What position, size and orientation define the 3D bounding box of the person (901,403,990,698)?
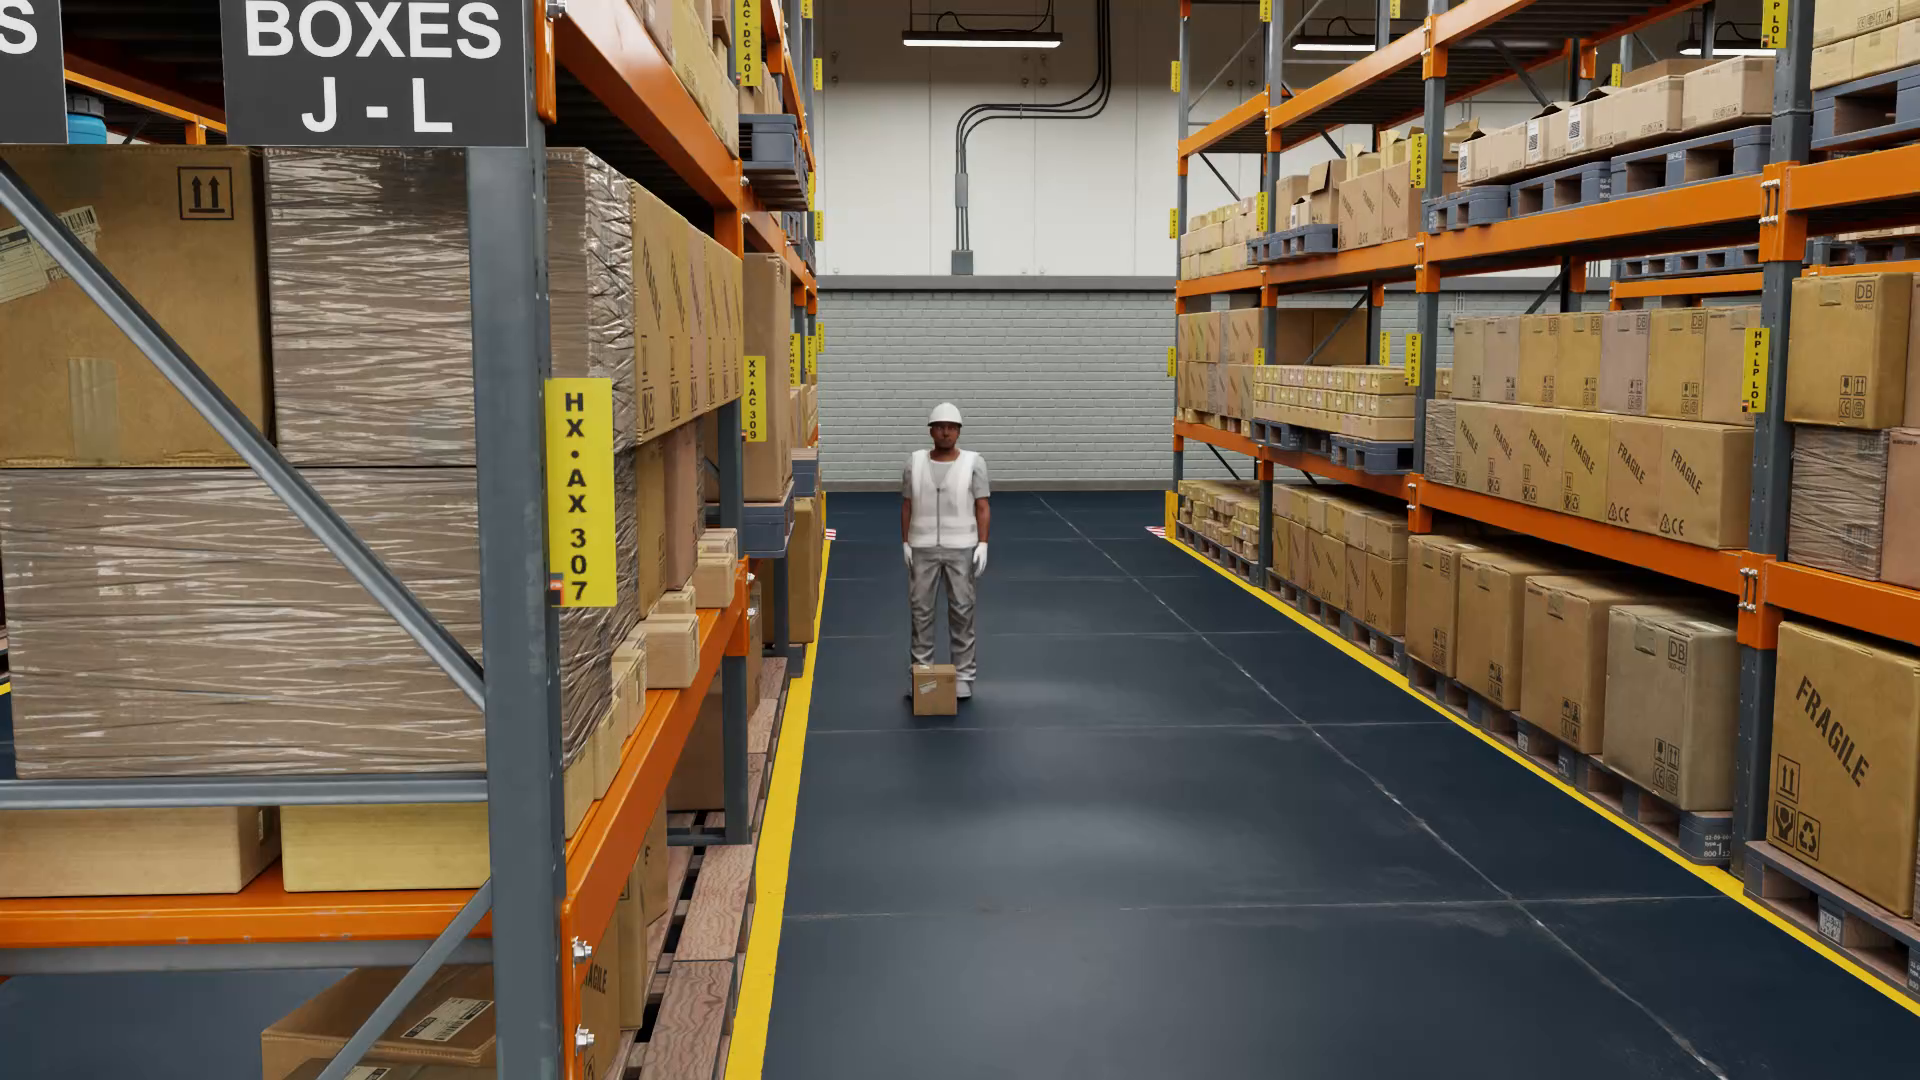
[{"bbox_3d":[-0.091,0.063,10.113,0.550,1.783,0.369,1,7,7],"label":"person"}]
